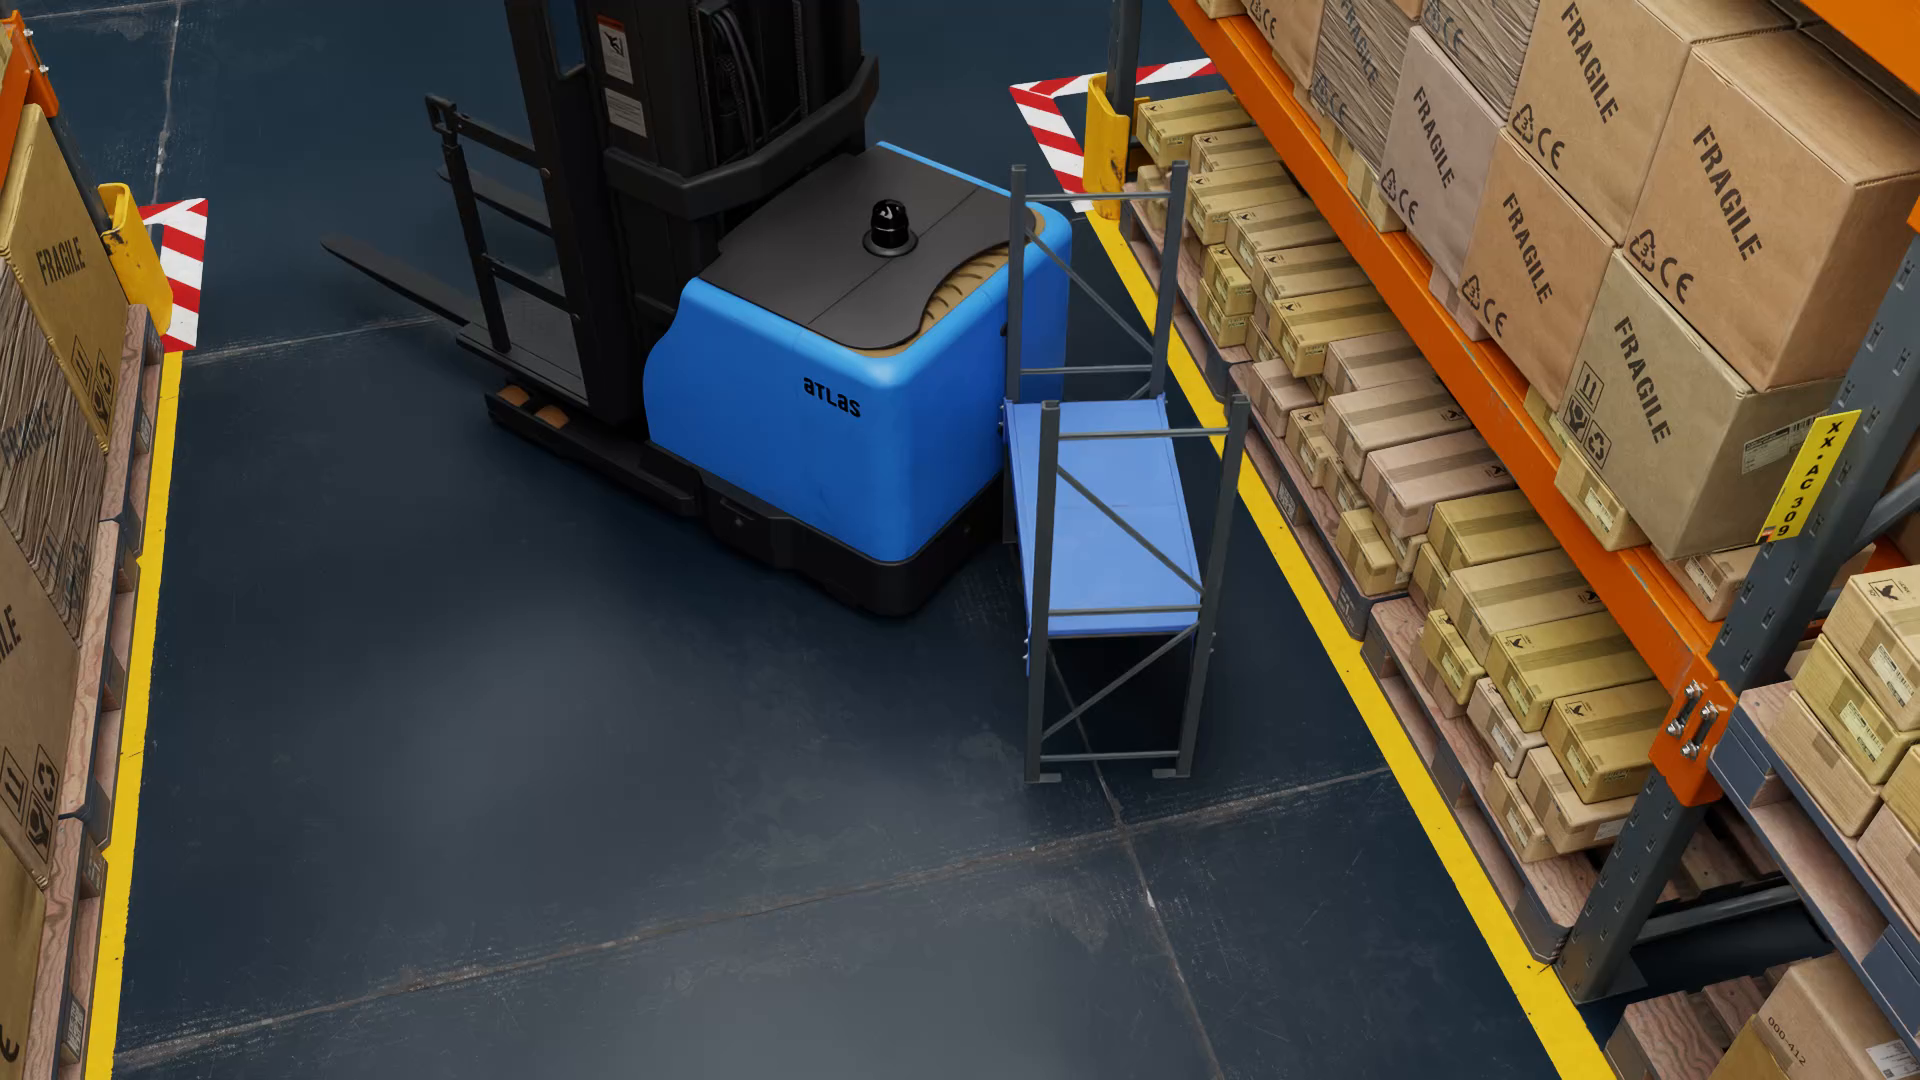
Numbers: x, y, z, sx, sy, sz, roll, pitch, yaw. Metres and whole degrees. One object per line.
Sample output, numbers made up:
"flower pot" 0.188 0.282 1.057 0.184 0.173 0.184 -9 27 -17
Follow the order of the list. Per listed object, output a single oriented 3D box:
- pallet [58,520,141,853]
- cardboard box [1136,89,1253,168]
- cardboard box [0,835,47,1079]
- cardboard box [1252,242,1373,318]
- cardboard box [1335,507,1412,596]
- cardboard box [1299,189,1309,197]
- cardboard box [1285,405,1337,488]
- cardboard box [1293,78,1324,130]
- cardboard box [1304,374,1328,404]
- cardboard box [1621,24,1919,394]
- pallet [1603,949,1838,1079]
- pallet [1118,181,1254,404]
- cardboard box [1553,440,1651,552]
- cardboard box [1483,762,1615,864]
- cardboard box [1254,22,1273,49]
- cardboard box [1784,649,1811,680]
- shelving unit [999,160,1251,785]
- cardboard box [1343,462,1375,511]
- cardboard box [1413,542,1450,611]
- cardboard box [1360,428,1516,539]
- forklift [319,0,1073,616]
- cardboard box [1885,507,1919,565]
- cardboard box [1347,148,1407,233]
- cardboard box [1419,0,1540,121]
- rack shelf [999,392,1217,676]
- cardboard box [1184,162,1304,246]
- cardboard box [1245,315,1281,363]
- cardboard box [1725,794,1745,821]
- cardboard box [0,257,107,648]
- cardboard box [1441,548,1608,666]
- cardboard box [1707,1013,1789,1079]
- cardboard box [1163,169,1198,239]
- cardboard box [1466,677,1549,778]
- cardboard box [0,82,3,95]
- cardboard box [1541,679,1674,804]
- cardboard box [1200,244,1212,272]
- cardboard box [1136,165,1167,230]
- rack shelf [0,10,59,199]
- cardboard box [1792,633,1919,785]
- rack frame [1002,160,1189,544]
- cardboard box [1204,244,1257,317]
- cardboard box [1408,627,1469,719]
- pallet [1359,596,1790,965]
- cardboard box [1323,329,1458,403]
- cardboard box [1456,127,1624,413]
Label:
"pallet" -3.122 0.512 5.100 1.003 0.211 1.213 -11 47 -10
"cardboard box" 0.915 -1.613 6.516 0.380 0.149 0.250 -13 47 -12
"cardboard box" -2.779 1.046 3.818 0.875 0.875 0.875 -11 47 -10
"cardboard box" 1.248 -0.898 5.815 0.380 0.149 0.250 -9 46 -9
"cardboard box" 1.438 0.010 5.342 0.380 0.149 0.250 -11 47 -10
"cardboard box" 1.535 -1.430 6.545 0.380 0.149 0.250 -12 47 -11
"cardboard box" 1.343 -0.343 5.688 0.380 0.149 0.250 -11 47 -10
"cardboard box" 1.278 -1.423 5.220 0.380 0.149 0.250 -12 47 -11
"cardboard box" 1.389 -0.629 5.760 0.380 0.149 0.250 -9 46 -8
"cardboard box" 1.751 -0.682 3.340 0.500 0.500 0.500 -12 47 -12
"pallet" 2.334 1.596 4.038 1.003 0.211 1.213 -11 47 -10
"pallet" 1.302 -1.083 6.664 1.003 0.211 1.213 -11 47 -10
"cardboard box" 1.663 -0.142 3.965 0.380 0.149 0.250 -12 47 -11
"cardboard box" 1.704 0.725 4.642 0.380 0.149 0.250 -10 46 -10
"cardboard box" 1.196 -1.790 5.580 0.380 0.149 0.250 -9 46 -8
"cardboard box" 2.245 0.449 4.495 0.380 0.149 0.250 -9 46 -9
"shelving unit" 0.420 -0.169 4.865 0.538 1.500 1.048 -2 46 -2
"cardboard box" 1.476 -0.249 5.387 0.380 0.149 0.250 -13 47 -12
"cardboard box" 1.609 0.112 5.033 0.380 0.149 0.250 -10 46 -10
"cardboard box" 1.467 -0.176 5.108 0.380 0.149 0.250 -13 47 -12
"forklift" -1.123 -1.630 5.295 3.031 2.935 1.130 27 51 24
"cardboard box" 2.377 -0.085 3.909 0.380 0.149 0.250 -9 46 -9
"cardboard box" 1.364 -1.050 4.855 0.380 0.149 0.250 -10 46 -10
"cardboard box" 1.497 -1.394 4.037 0.500 0.500 0.500 -10 46 -9
"rack shelf" 0.420 -0.043 4.994 0.538 0.185 1.000 -2 46 -2
"cardboard box" 1.042 -1.247 6.157 0.380 0.149 0.250 -11 47 -10
"cardboard box" 1.267 -0.717 6.055 0.380 0.149 0.250 -11 47 -10
"cardboard box" 2.351 0.623 4.741 0.380 0.149 0.250 -13 47 -12
"cardboard box" -3.237 -0.190 5.030 0.875 0.875 0.875 -11 47 -10
"cardboard box" 1.616 0.187 4.752 0.380 0.149 0.250 -11 47 -11
"cardboard box" 2.066 1.369 3.764 0.500 0.500 0.500 -9 46 -9
"cardboard box" 1.011 -1.324 6.442 0.380 0.149 0.250 -11 47 -11
"cardboard box" 1.664 0.485 4.668 0.380 0.149 0.250 -13 47 -12
"cardboard box" -3.234 -1.389 5.187 0.380 0.149 0.250 -10 46 -10
"cardboard box" 1.791 0.527 4.419 0.380 0.149 0.250 -9 46 -9
"cardboard box" 1.150 -1.072 6.403 0.380 0.149 0.250 -10 46 -10
"cardboard box" 0.934 -1.408 6.732 0.380 0.149 0.250 -10 46 -10
"rack shelf" -3.199 -0.210 4.359 1.077 0.370 4.000 -11 47 -10
"cardboard box" 1.789 0.275 3.054 0.380 0.149 0.250 -10 46 -10
"rack frame" 0.395 -0.531 5.221 0.500 1.500 0.032 -2 46 -2
"cardboard box" 1.120 -0.975 6.099 0.380 0.149 0.250 -9 46 -9
"cardboard box" 1.588 0.359 5.000 0.380 0.149 0.250 -12 47 -12
"pallet" 1.927 0.601 5.013 1.003 0.211 1.213 -11 47 -10
"cardboard box" 1.428 -0.552 5.476 0.380 0.149 0.250 -11 47 -10
"cardboard box" 1.605 -0.698 4.055 0.500 0.500 0.500 -12 47 -11
